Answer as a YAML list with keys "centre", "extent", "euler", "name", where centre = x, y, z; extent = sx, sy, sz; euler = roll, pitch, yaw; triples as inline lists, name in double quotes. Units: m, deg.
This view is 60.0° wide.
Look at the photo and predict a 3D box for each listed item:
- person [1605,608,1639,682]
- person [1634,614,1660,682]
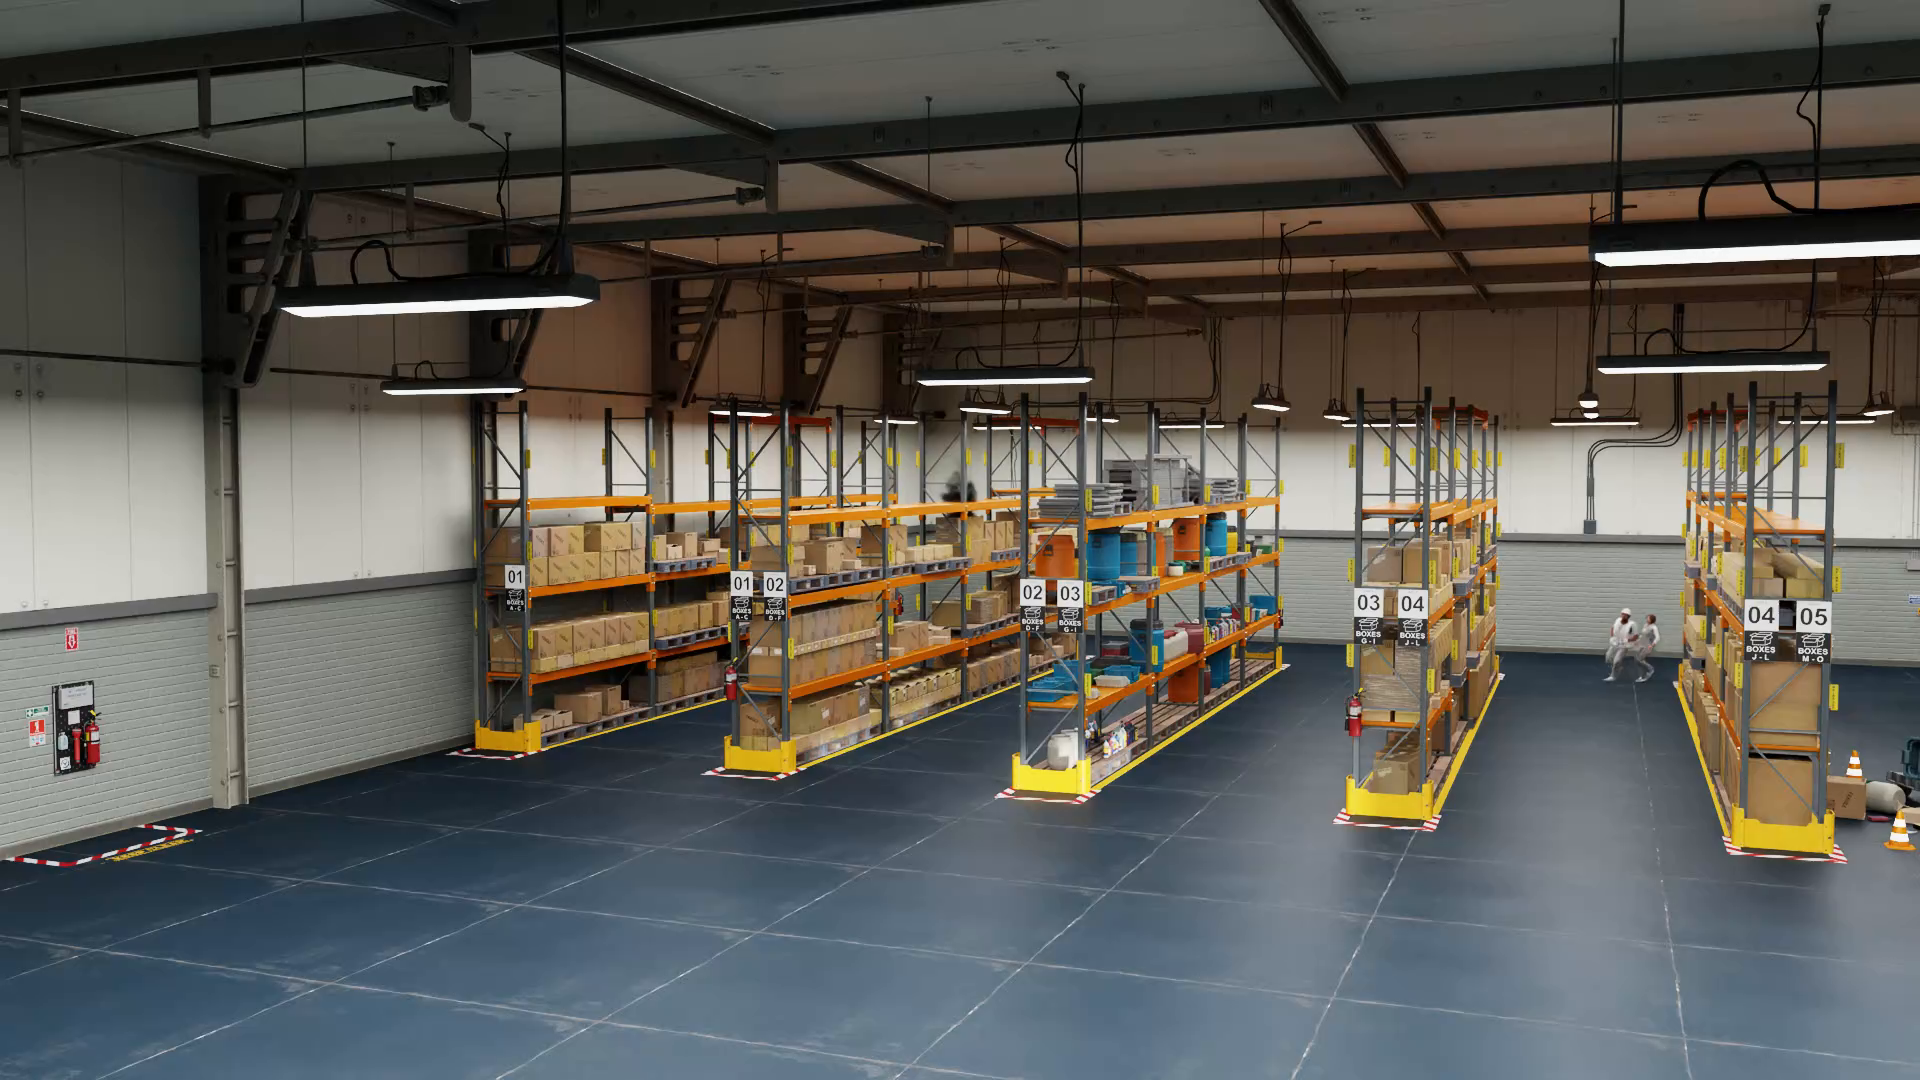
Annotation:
- centre: [14.803, 2.351, 37.179]
  extent: [0.604, 1.683, 0.756]
  euler: [-2, 3, -36]
  name: "person"
- centre: [15.392, 2.429, 37.330]
  extent: [0.463, 1.547, 0.602]
  euler: [0, 3, -8]
  name: "person"
